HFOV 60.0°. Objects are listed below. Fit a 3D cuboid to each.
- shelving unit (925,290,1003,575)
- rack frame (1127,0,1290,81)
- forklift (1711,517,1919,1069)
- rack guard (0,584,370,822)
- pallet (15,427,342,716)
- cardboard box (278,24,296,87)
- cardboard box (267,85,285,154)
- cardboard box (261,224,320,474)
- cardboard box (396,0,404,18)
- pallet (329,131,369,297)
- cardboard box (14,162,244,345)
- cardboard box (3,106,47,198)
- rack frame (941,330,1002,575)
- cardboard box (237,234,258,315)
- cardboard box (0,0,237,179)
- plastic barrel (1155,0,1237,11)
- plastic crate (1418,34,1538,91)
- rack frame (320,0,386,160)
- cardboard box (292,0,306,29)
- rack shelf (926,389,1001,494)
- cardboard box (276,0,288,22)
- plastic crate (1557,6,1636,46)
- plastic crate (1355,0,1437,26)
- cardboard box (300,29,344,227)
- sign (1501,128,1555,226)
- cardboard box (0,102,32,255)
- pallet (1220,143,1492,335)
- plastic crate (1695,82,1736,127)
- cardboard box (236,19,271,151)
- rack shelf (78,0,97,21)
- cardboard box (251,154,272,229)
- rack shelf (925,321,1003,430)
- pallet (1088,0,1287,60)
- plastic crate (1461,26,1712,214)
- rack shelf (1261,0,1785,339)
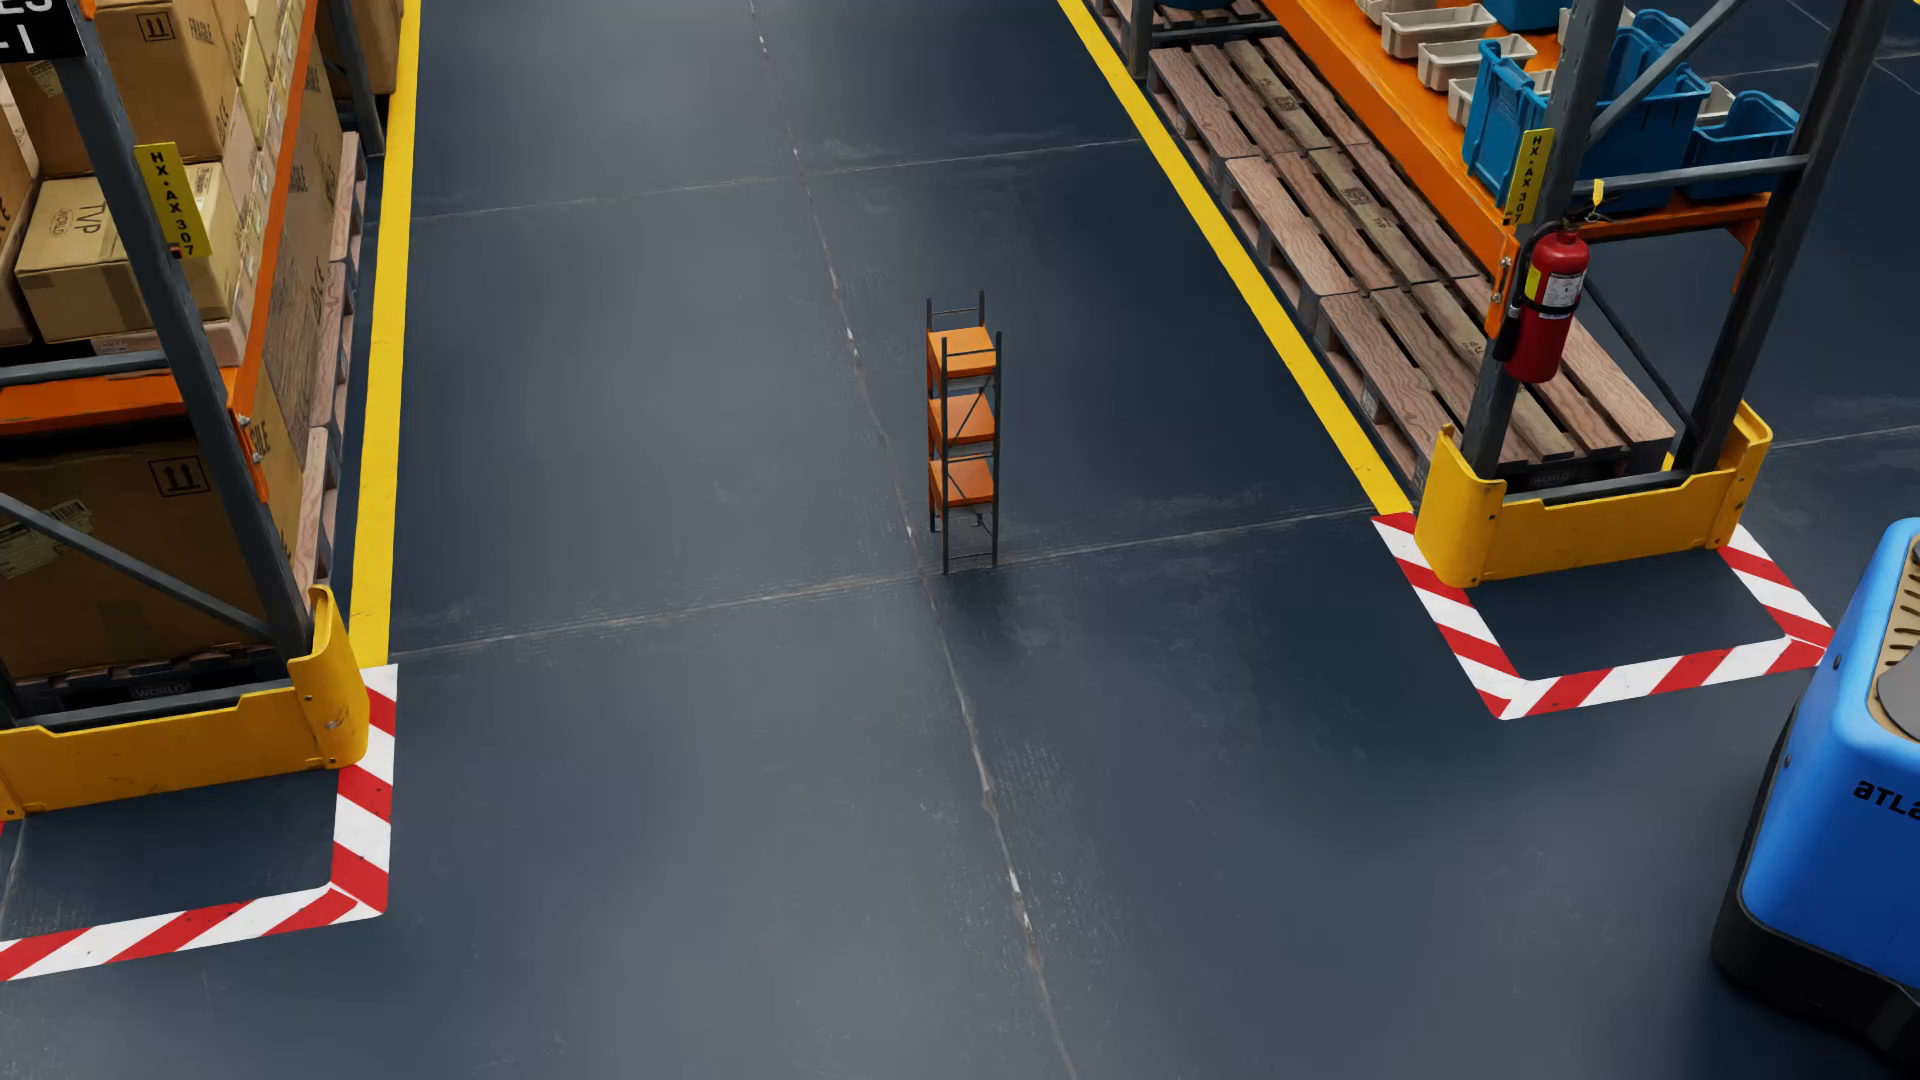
[{"bbox_3d":[0.012,-0.358,5.862,0.215,1.050,0.252,-8,42,-9],"label":"shelving unit"},{"bbox_3d":[1.421,-3.737,8.201,1.000,3.000,0.127,-8,42,-9],"label":"rack frame"},{"bbox_3d":[3.699,0.402,3.590,3.031,2.935,1.130,22,46,23],"label":"forklift"},{"bbox_3d":[-2.547,0.516,5.293,1.175,0.500,0.348,-8,42,-9],"label":"rack guard"},{"bbox_3d":[-2.801,0.101,5.977,1.003,0.211,1.213,-8,42,-9],"label":"pallet"},{"bbox_3d":[-2.698,-1.785,6.191,0.380,0.149,0.250,-8,42,-9],"label":"cardboard box"},{"bbox_3d":[-2.586,-1.451,5.815,0.380,0.149,0.250,-9,42,-10],"label":"cardboard box"},{"bbox_3d":[-2.965,-0.791,6.165,0.875,0.875,0.875,-8,42,-9],"label":"cardboard box"},{"bbox_3d":[-3.767,-3.381,9.084,1.225,0.875,0.875,-10,43,-11],"label":"cardboard box"},{"bbox_3d":[-3.328,-1.481,7.759,1.003,0.211,1.213,-8,42,-9],"label":"pallet"},{"bbox_3d":[-2.392,-0.840,4.826,0.500,0.250,0.500,-9,42,-10],"label":"cardboard box"},{"bbox_3d":[-3.025,-1.095,5.113,0.500,0.250,0.500,-9,42,-10],"label":"cardboard box"},{"bbox_3d":[0.038,-0.279,5.773,0.200,1.050,0.008,-8,42,-9],"label":"rack frame"},{"bbox_3d":[-2.363,-0.784,5.063,0.380,0.149,0.250,-9,42,-10],"label":"cardboard box"},{"bbox_3d":[-2.500,-1.444,4.942,0.500,0.500,0.500,-9,42,-10],"label":"cardboard box"},{"bbox_3d":[1.320,-3.465,9.158,0.600,0.901,0.708,-8,42,-9],"label":"plastic barrel"},{"bbox_3d":[1.883,-1.761,6.128,0.396,0.136,0.243,-8,42,-9],"label":"plastic crate"},{"bbox_3d":[-3.415,-3.028,7.401,1.000,3.000,0.127,-8,42,-9],"label":"rack frame"},{"bbox_3d":[-2.807,-2.116,6.563,0.380,0.149,0.250,-8,42,-8],"label":"cardboard box"},{"bbox_3d":[0.012,-0.350,5.869,0.215,0.259,0.240,-8,42,-9],"label":"rack shelf"},{"bbox_3d":[-2.839,-2.168,6.322,0.500,0.250,0.500,-8,42,-8],"label":"cardboard box"},{"bbox_3d":[2.418,-1.935,6.324,0.250,0.136,0.298,-8,42,-9],"label":"plastic crate"},{"bbox_3d":[1.717,-2.127,6.540,0.298,0.136,0.250,-8,42,-9],"label":"plastic crate"},{"bbox_3d":[-3.351,-1.951,7.472,0.875,0.875,0.875,-8,42,-9],"label":"cardboard box"},{"bbox_3d":[1.751,-1.116,5.125,0.100,0.325,0.005,-8,42,-9],"label":"sign"},{"bbox_3d":[-2.914,-1.049,4.496,0.500,0.500,0.500,-8,42,-9],"label":"cardboard box"},{"bbox_3d":[1.884,-1.431,7.703,1.003,0.211,1.213,-8,42,-9],"label":"pallet"},{"bbox_3d":[2.564,-1.495,5.829,0.250,0.136,0.298,-8,42,-9],"label":"plastic crate"},{"bbox_3d":[-2.616,-1.502,5.572,0.500,0.250,0.500,-10,43,-11],"label":"cardboard box"},{"bbox_3d":[-2.984,-2.584,5.184,1.077,0.370,4.000,-8,42,-9],"label":"rack shelf"},{"bbox_3d":[-2.476,-1.119,5.441,0.380,0.149,0.250,-9,42,-10],"label":"cardboard box"},{"bbox_3d":[0.012,-0.562,5.681,0.215,0.259,0.240,-8,42,-9],"label":"rack shelf"},{"bbox_3d":[1.295,-3.201,9.697,1.003,0.211,1.213,-8,42,-9],"label":"pallet"},{"bbox_3d":[2.030,-1.371,5.463,0.616,0.435,0.499,-8,42,-9],"label":"plastic crate"},{"bbox_3d":[1.853,-2.172,6.979,1.077,0.370,4.000,-8,42,-9],"label":"rack shelf"}]
